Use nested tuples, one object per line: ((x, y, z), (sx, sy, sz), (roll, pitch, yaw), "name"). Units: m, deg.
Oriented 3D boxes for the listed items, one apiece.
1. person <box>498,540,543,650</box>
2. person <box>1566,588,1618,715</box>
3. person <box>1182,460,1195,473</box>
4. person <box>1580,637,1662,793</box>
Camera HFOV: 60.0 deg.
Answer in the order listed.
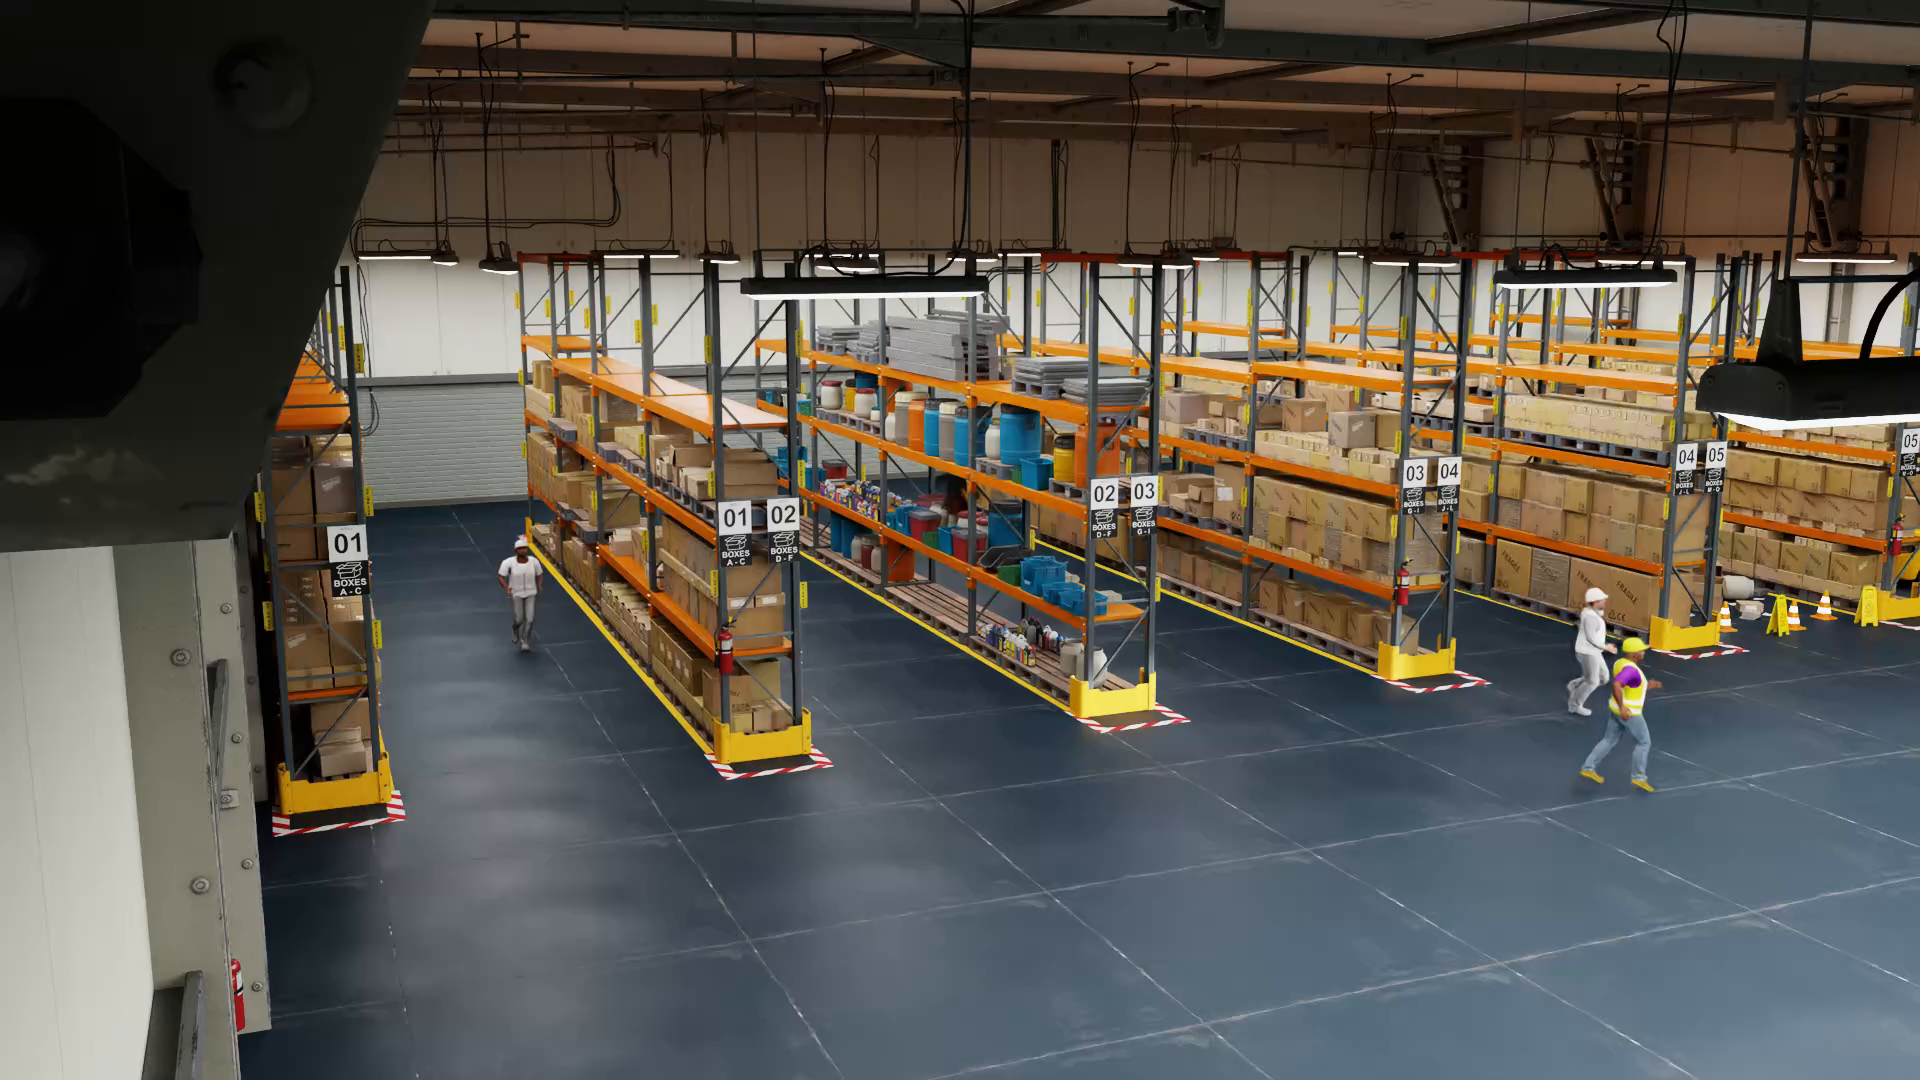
((-6.747, 0.839, 25.655), (0.683, 1.719, 0.575), (-5, 12, -27), "person")
((8.440, 1.482, 22.166), (0.612, 1.722, 0.646), (4, 11, 21), "person")
((5.703, -2.010, 41.576), (0.752, 1.585, 0.538), (4, 11, 23), "person")
((7.630, 2.010, 19.106), (0.874, 1.820, 0.675), (0, 10, -1), "person")
